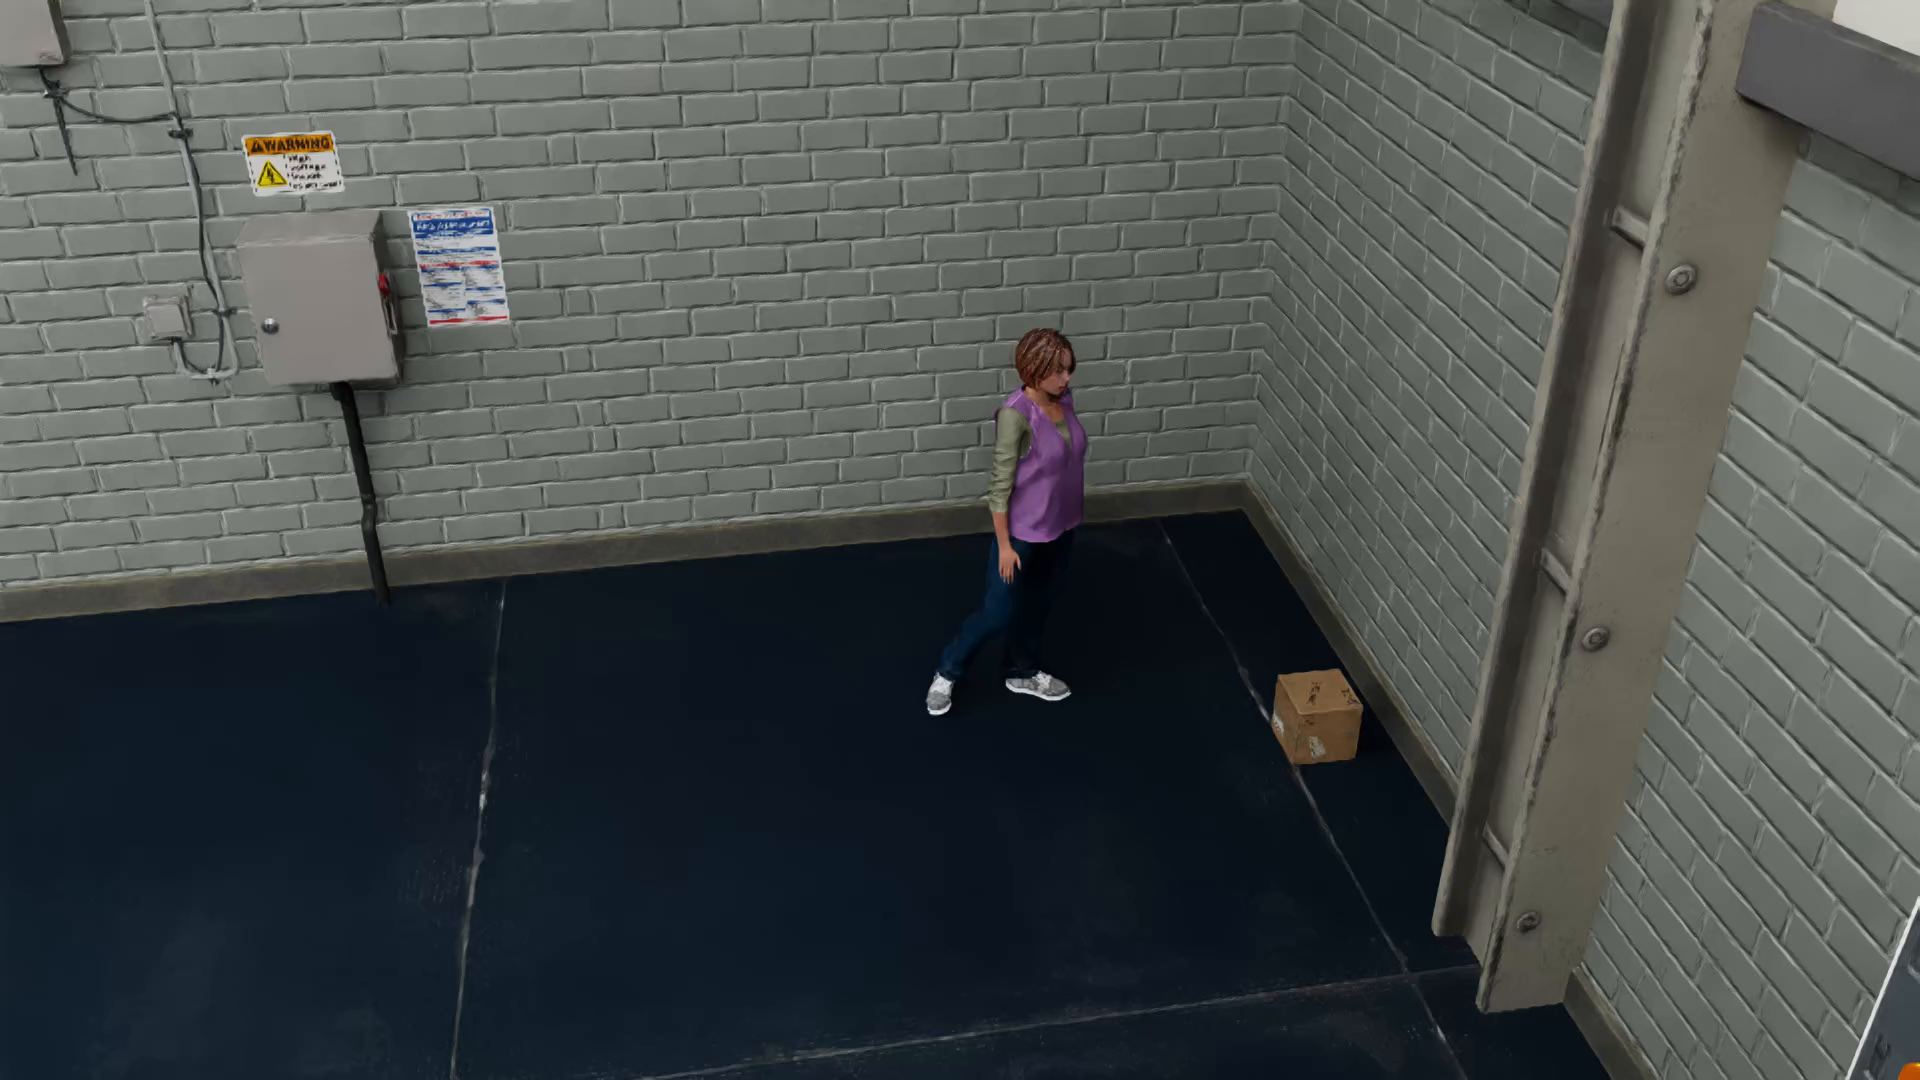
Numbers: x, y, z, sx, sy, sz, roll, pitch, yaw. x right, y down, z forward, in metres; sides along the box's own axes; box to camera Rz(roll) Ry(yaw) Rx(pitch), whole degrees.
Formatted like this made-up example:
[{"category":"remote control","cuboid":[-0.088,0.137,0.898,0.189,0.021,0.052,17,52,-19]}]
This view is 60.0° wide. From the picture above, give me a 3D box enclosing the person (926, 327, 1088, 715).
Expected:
[{"category":"person","cuboid":[0.159,-0.036,6.202,0.458,1.591,0.601,25,39,35]}]
